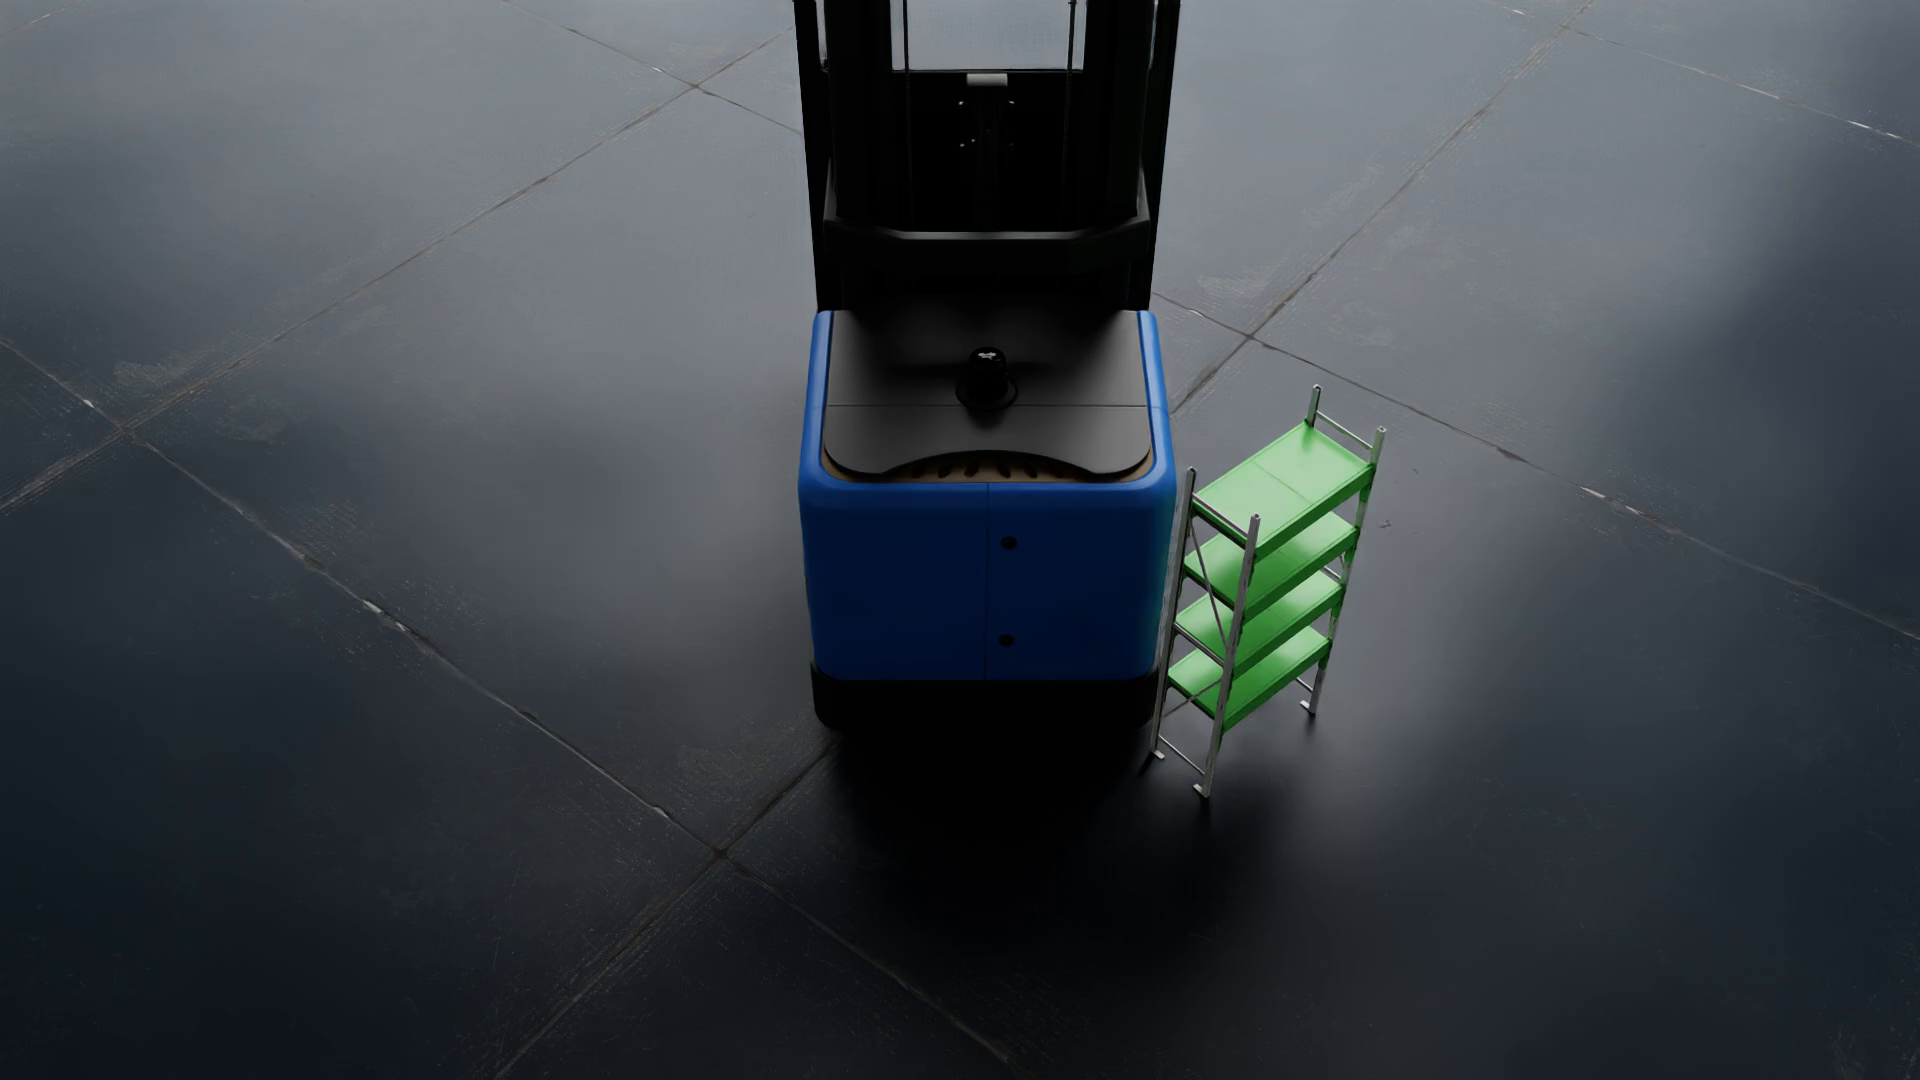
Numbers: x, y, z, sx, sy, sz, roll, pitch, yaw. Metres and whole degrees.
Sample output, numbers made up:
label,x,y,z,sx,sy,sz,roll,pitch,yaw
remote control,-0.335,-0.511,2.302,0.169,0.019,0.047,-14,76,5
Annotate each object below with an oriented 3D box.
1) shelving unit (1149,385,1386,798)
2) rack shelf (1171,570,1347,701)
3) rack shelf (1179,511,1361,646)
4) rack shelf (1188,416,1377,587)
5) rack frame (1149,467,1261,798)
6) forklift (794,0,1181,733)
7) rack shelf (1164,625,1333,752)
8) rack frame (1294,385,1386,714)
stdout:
label,x,y,z,sx,sy,sz,roll,pitch,yaw
shelving unit,0.852,0.179,4.749,0.503,1.200,0.258,-32,54,-27
rack shelf,0.852,0.223,4.796,0.480,0.148,0.258,-32,54,-27
rack shelf,0.852,0.057,4.622,0.480,0.148,0.258,-32,54,-27
rack shelf,0.852,-0.109,4.449,0.480,0.148,0.258,-32,54,-27
rack frame,0.667,0.294,4.639,0.015,1.200,0.240,-32,54,-27
forklift,0.076,-1.468,5.125,1.130,2.935,3.031,0,46,0
rack shelf,0.852,0.389,4.969,0.480,0.148,0.258,-32,54,-27
rack frame,1.036,0.063,4.860,0.015,1.200,0.240,-32,54,-27
